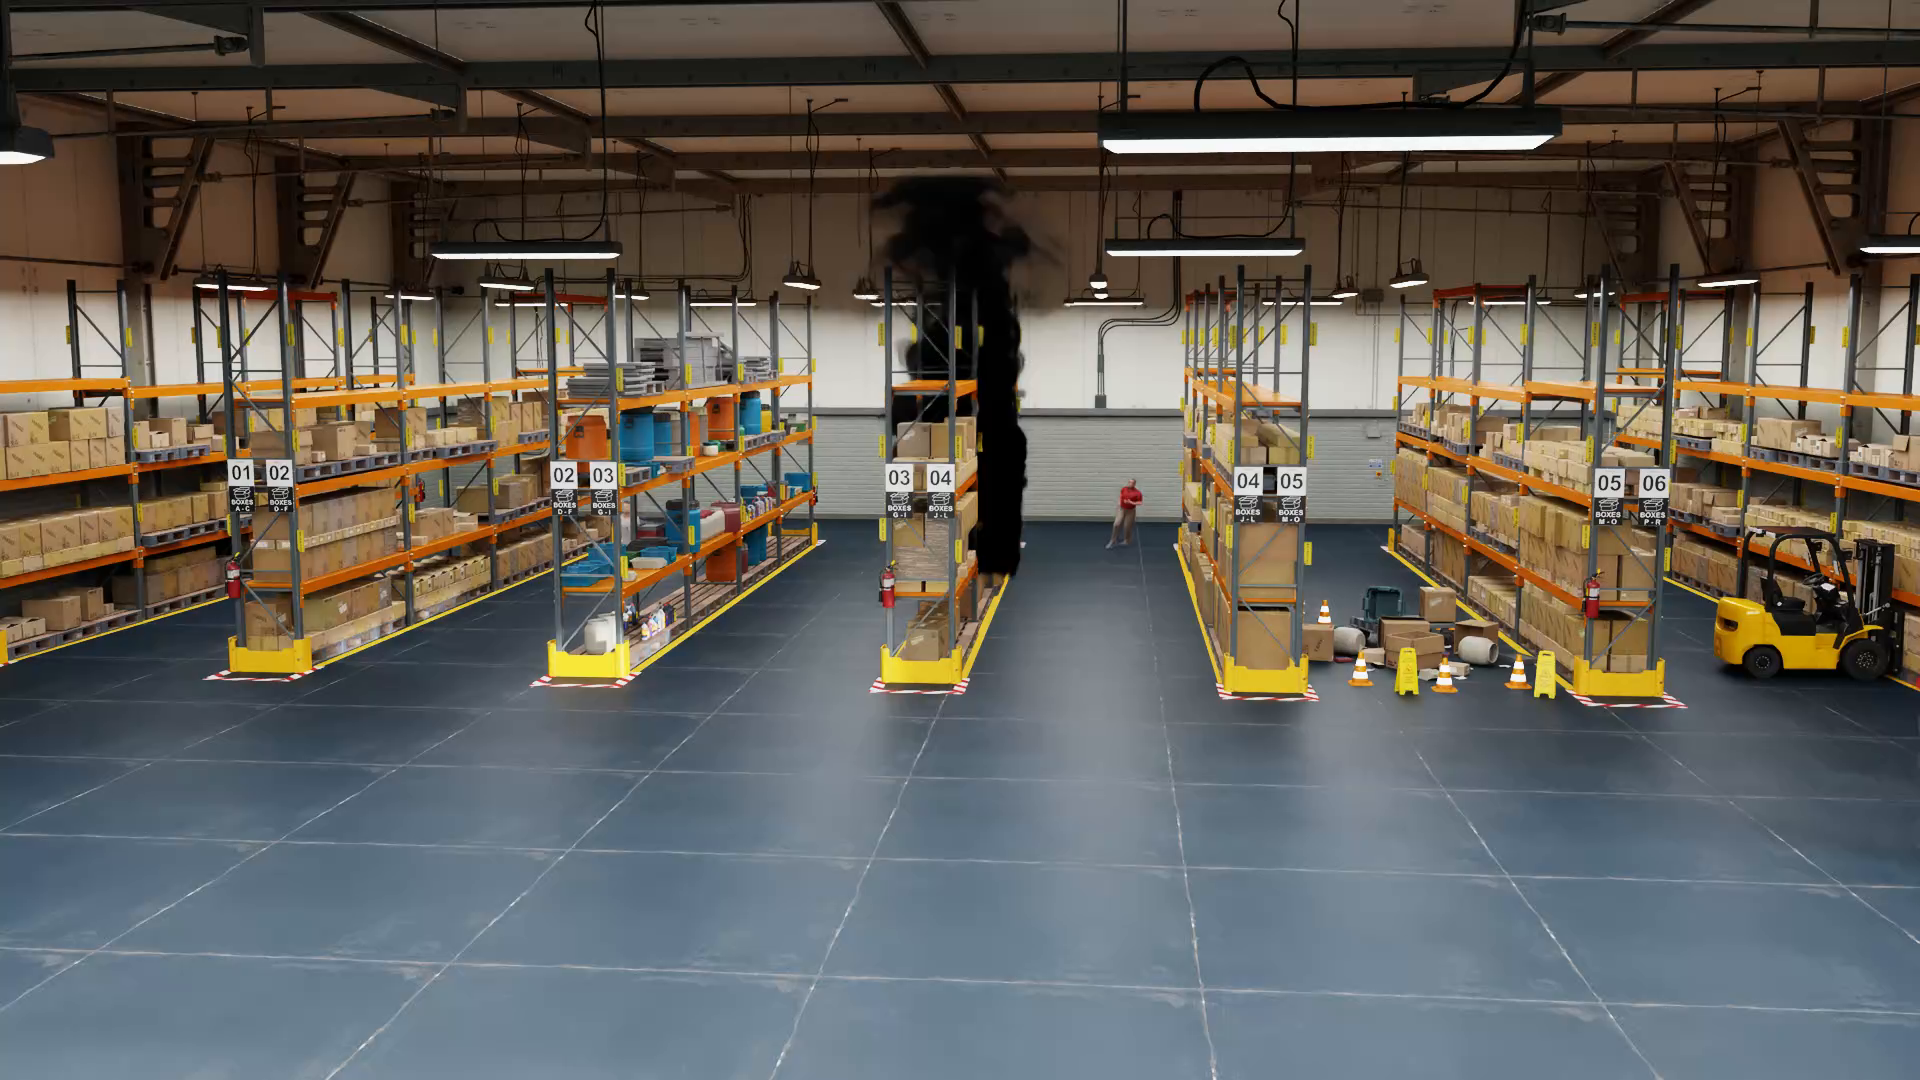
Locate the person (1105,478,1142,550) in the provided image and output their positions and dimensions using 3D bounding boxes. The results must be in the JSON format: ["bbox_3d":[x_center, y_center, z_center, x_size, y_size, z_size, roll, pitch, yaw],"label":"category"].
[{"bbox_3d":[3.971,-0.636,39.538,0.801,1.698,0.820,4,8,27],"label":"person"}]

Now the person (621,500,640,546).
[{"bbox_3d":[-6.247,0.121,31.281,0.480,1.756,0.792,0,7,-3],"label":"person"}]
